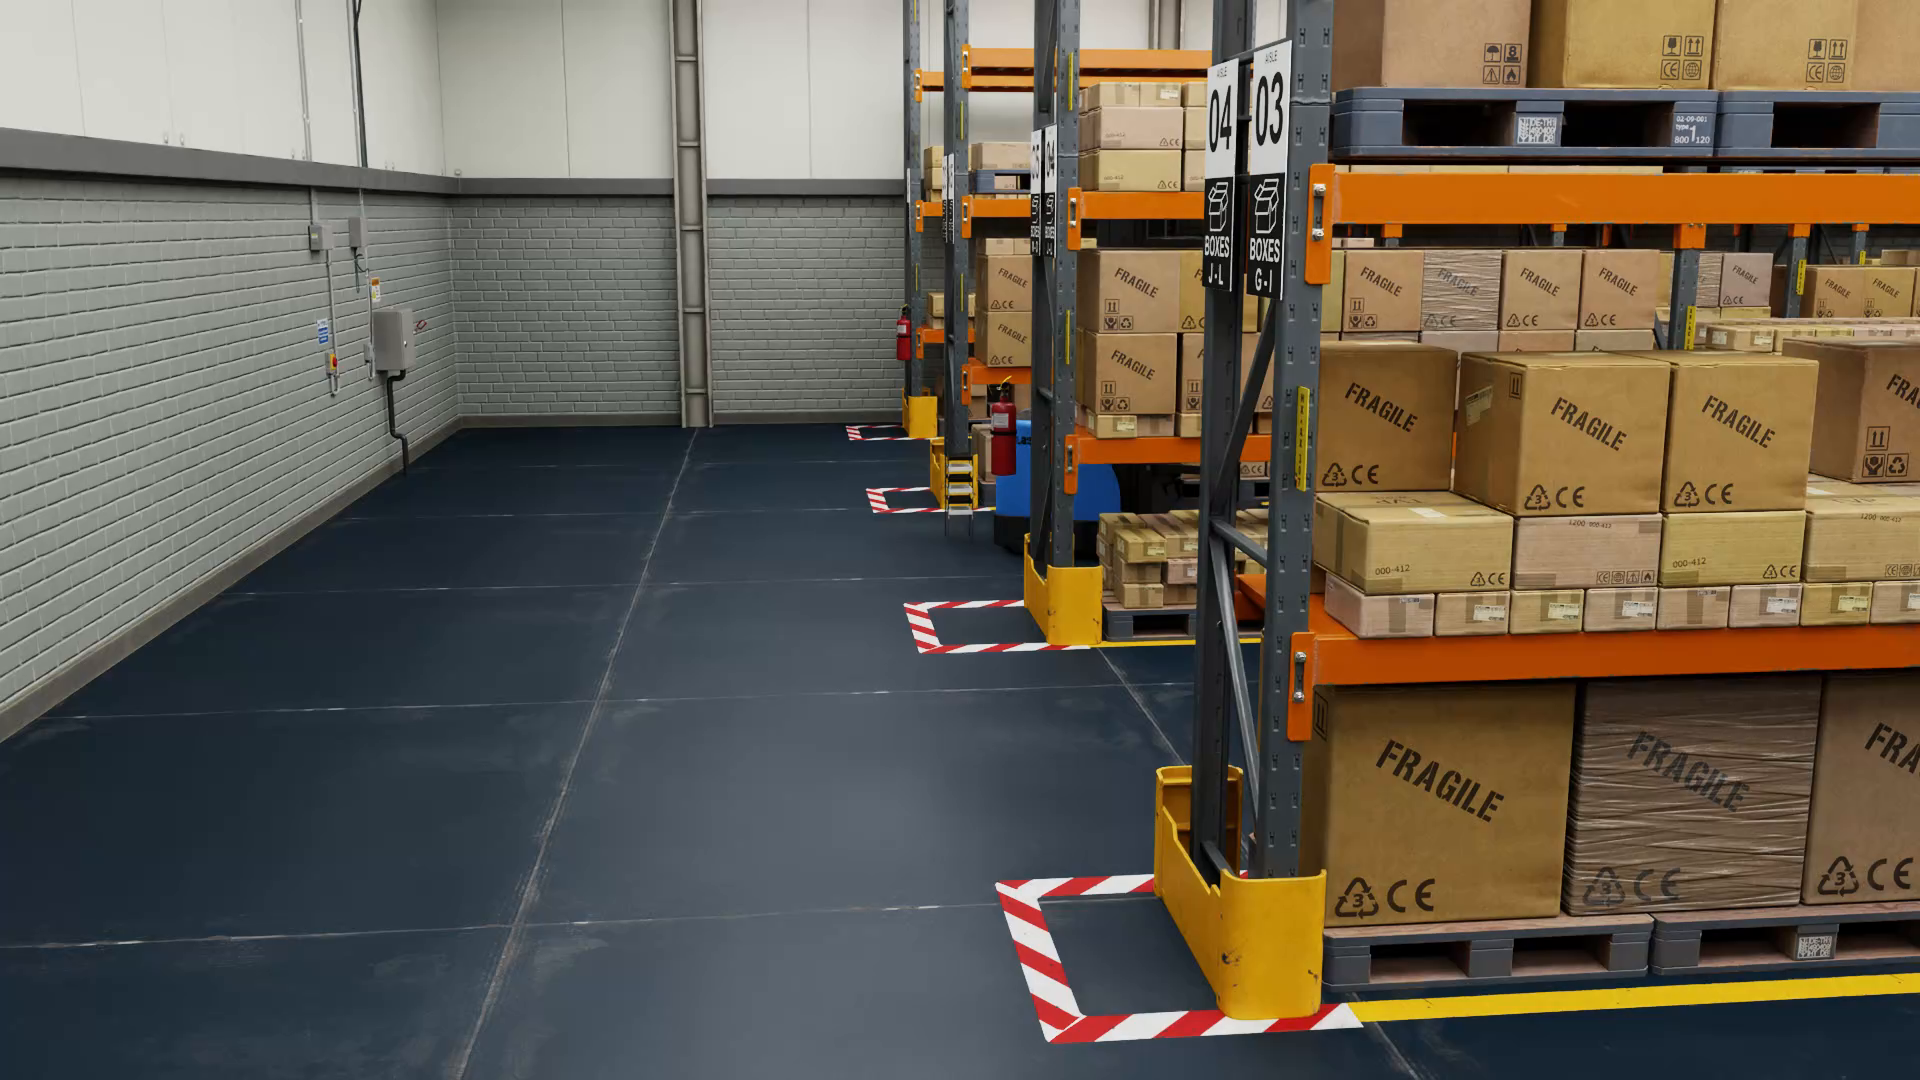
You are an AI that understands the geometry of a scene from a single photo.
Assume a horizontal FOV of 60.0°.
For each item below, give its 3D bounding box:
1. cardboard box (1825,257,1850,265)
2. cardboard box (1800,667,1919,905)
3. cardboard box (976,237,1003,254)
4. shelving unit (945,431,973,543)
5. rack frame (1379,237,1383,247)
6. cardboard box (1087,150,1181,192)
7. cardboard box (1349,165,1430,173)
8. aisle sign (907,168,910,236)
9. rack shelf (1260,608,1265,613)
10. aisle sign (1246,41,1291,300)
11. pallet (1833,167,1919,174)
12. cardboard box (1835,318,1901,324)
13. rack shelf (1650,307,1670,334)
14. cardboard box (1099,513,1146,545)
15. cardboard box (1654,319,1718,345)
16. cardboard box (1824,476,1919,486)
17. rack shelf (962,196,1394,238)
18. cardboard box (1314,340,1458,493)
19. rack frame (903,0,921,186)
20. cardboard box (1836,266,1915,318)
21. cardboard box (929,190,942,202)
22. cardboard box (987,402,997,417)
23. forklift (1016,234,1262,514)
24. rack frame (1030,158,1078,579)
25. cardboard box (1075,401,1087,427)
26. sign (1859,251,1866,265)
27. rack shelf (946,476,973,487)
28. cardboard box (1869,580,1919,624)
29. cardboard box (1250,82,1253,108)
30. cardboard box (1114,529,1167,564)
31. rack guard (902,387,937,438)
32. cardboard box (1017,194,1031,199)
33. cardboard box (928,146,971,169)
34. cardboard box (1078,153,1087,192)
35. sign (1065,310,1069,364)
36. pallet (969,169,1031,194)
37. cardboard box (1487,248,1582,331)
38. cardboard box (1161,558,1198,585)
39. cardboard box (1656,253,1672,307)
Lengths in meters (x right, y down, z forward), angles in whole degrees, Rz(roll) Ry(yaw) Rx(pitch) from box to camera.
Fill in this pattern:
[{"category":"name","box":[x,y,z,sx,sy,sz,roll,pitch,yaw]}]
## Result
[{"category":"cardboard box","box":[11.635,-3.644,21.918,0.250,0.149,0.380,-1,11,-6]},{"category":"cardboard box","box":[3.448,0.806,6.411,0.875,0.875,0.875,-1,11,-6]},{"category":"cardboard box","box":[0.296,-2.769,15.642,0.250,0.149,0.380,-1,11,-5]},{"category":"shelving unit","box":[6.362,-1.327,10.125,12.137,4.047,8.426,-1,11,-6]},{"category":"rack frame","box":[3.937,-1.949,16.004,0.053,2.616,0.949,-1,11,-6]},{"category":"cardboard box","box":[1.070,-2.276,10.282,0.529,0.250,0.529,-1,11,-7]},{"category":"cardboard box","box":[8.243,-2.977,13.463,12.308,0.399,5.552,-1,11,-6]},{"category":"aisle sign","box":[-0.615,-4.034,19.874,0.004,0.787,0.394,-1,11,-6]},{"category":"rack shelf","box":[3.019,0.277,6.177,3.687,0.071,0.831,-1,11,-6]},{"category":"aisle sign","box":[0.992,-1.181,5.359,0.004,0.787,0.394,-1,11,-6]},{"category":"pallet","box":[6.228,-2.395,10.986,1.003,0.211,1.213,-1,11,-6]},{"category":"cardboard box","box":[6.246,-1.448,11.479,0.250,0.149,0.380,-2,11,-9]},{"category":"rack shelf","box":[6.444,-2.118,15.960,0.513,0.250,0.513,-1,11,-6]},{"category":"cardboard box","box":[1.095,-0.076,11.239,0.250,0.149,0.380,-1,11,-5]},{"category":"cardboard box","box":[4.950,-1.421,11.342,0.250,0.149,0.380,-1,11,-3]},{"category":"cardboard box","box":[3.503,-0.139,6.417,0.500,0.250,0.500,-1,11,-5]},{"category":"rack shelf","box":[1.949,-3.025,15.569,4.000,0.370,1.077,-1,11,-6]},{"category":"cardboard box","box":[1.487,-0.465,6.131,0.500,0.500,0.500,-1,11,-5]},{"category":"rack frame","box":[-0.579,-5.760,19.840,0.127,3.000,1.000,-1,11,-6]},{"category":"cardboard box","box":[8.903,-2.410,16.230,0.500,0.500,0.500,-1,11,-3]},{"category":"cardboard box","box":[-0.237,-4.127,19.960,0.250,0.149,0.380,-1,11,-5]},{"category":"cardboard box","box":[0.466,-1.620,20.632,0.250,0.149,0.380,-2,11,-8]},{"category":"forklift","box":[2.746,-3.035,15.804,9.711,5.209,7.407,4,12,19]},{"category":"rack frame","box":[0.596,-0.917,10.759,0.127,3.000,1.000,-1,11,-6]},{"category":"cardboard box","box":[0.889,-0.855,11.093,0.250,0.149,0.380,-1,11,-6]},{"category":"sign","box":[11.419,-3.492,21.058,0.005,0.325,0.100,-1,11,-6]},{"category":"rack shelf","box":[-0.008,-0.497,13.769,0.200,0.077,0.258,-1,11,-6]},{"category":"cardboard box","box":[3.209,0.177,5.844,0.250,0.149,0.380,-1,11,-5]},{"category":"cardboard box","box":[1.717,-2.718,10.202,0.250,0.149,0.380,-1,11,-5]},{"category":"cardboard box","box":[1.153,0.038,10.660,0.250,0.149,0.380,-2,11,-9]},{"category":"rack guard","box":[-0.504,-1.592,20.668,0.348,0.500,1.175,-1,11,-6]},{"category":"cardboard box","box":[0.796,-4.132,19.985,0.250,0.149,0.380,-1,11,-6]},{"category":"cardboard box","box":[-0.111,-4.567,19.869,0.500,0.250,0.500,-1,11,-7]},{"category":"cardboard box","box":[1.019,-2.376,10.790,0.500,0.250,0.500,-1,11,-7]},{"category":"sign","box":[0.654,-1.238,10.146,0.005,0.325,0.100,-1,11,-6]},{"category":"pallet","box":[0.697,-3.310,15.385,1.213,0.211,1.003,-1,11,-6]},{"category":"cardboard box","box":[3.621,-1.613,10.674,0.500,0.500,0.500,-2,11,-8]},{"category":"cardboard box","box":[1.423,0.173,10.744,0.250,0.149,0.380,-1,11,-6]},{"category":"cardboard box","box":[6.424,-2.489,15.900,0.500,0.500,0.500,-1,11,-6]}]
